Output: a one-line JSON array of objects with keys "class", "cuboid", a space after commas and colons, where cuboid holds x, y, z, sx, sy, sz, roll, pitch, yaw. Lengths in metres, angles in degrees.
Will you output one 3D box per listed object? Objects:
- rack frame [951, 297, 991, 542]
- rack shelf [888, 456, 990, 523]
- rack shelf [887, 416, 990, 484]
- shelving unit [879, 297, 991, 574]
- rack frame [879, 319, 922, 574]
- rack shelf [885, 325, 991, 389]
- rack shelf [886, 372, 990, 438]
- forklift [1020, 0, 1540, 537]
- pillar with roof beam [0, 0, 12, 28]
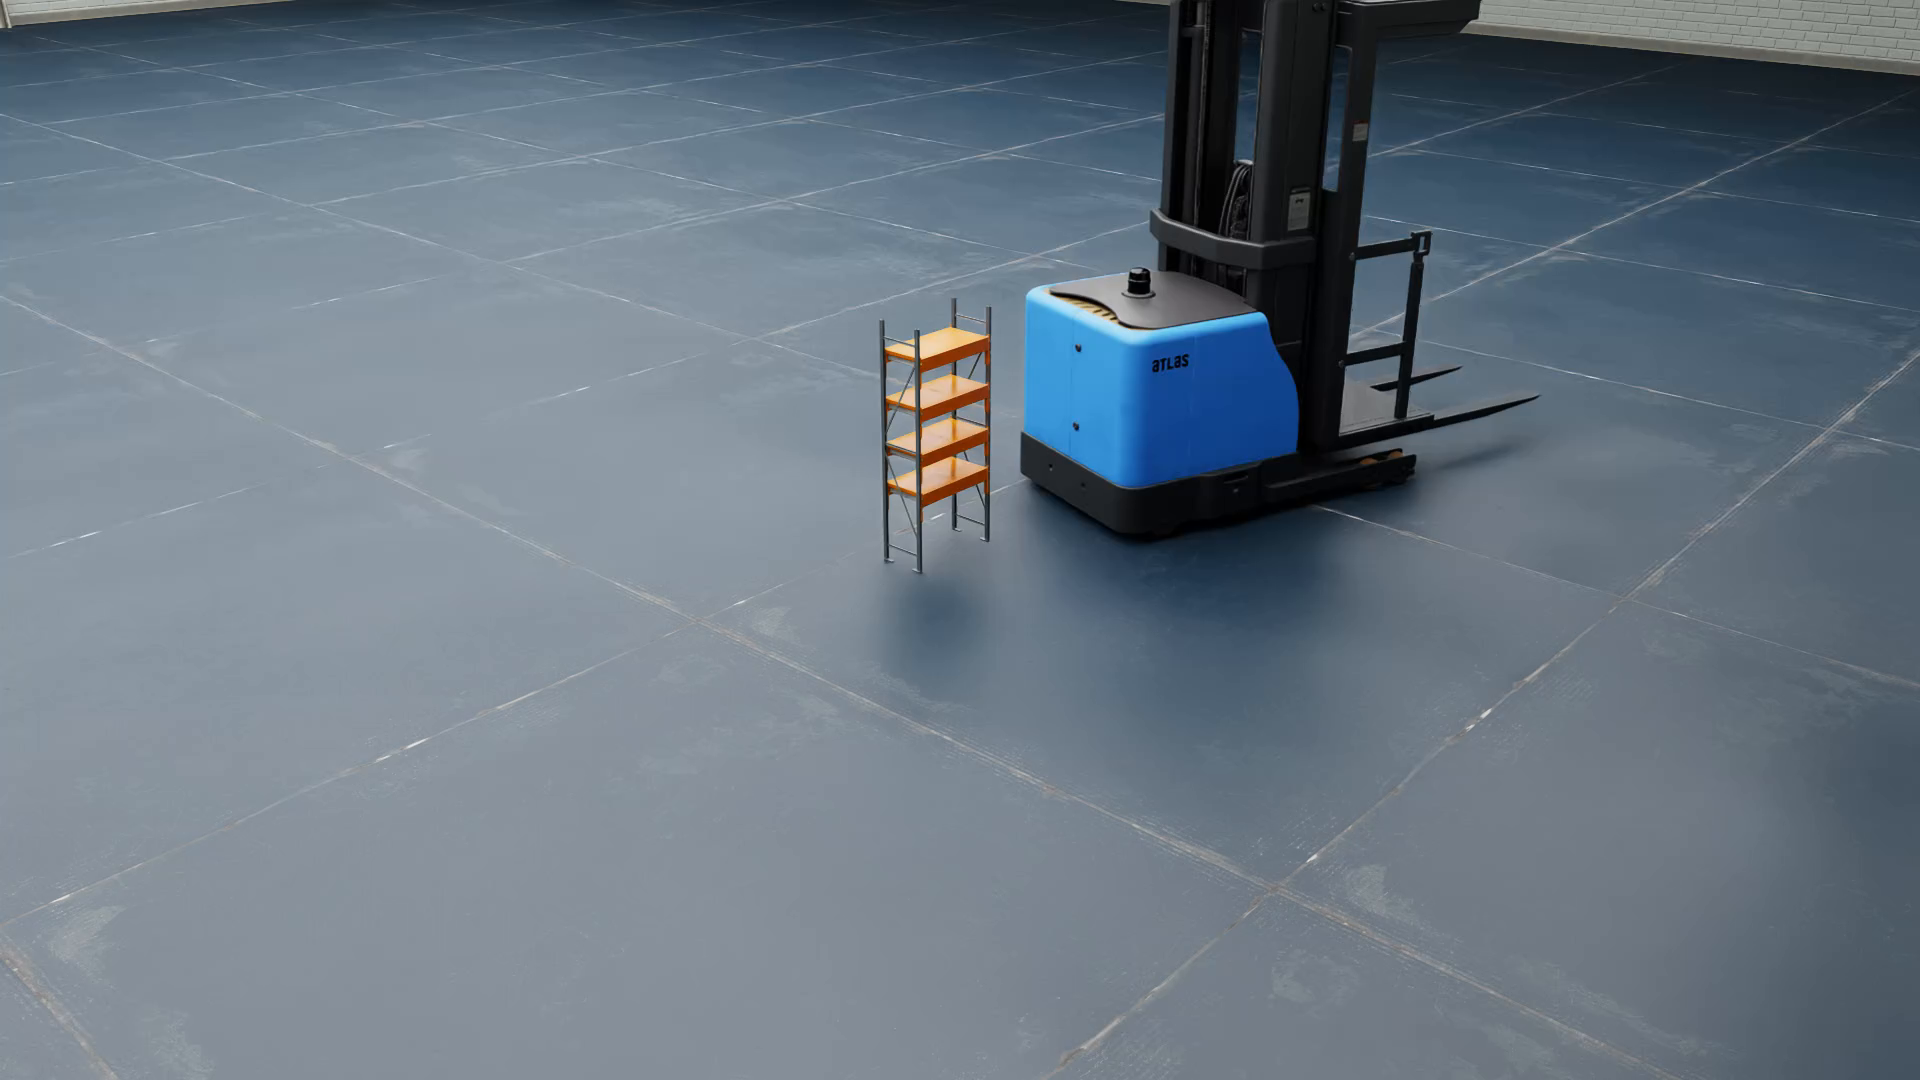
[{"class": "rack frame", "cuboid": [0.052, -0.571, 8.058, 0.240, 1.200, 0.015, 20, 31, 38]}, {"class": "rack shelf", "cuboid": [-0.110, -0.254, 8.001, 0.258, 0.148, 0.480, 20, 31, 38]}, {"class": "rack shelf", "cuboid": [-0.110, -0.436, 7.920, 0.258, 0.148, 0.480, 20, 31, 38]}, {"class": "shelving unit", "cuboid": [-0.110, -0.497, 7.892, 0.258, 1.200, 0.503, 20, 31, 38]}, {"class": "rack frame", "cuboid": [-0.273, -0.423, 7.726, 0.240, 1.200, 0.015, 20, 31, 38]}, {"class": "rack shelf", "cuboid": [-0.110, -0.856, 7.731, 0.258, 0.148, 0.480, 20, 31, 38]}, {"class": "rack shelf", "cuboid": [-0.110, -0.640, 7.828, 0.258, 0.148, 0.480, 20, 31, 38]}, {"class": "forklift", "cuboid": [1.858, -1.778, 8.633, 3.031, 2.935, 1.130, -13, 27, -27]}, {"class": "pillar with roof beam", "cuboid": [-12.072, -11.034, 21.861, 9.100, 9.000, 0.400, 20, 31, 38]}]
